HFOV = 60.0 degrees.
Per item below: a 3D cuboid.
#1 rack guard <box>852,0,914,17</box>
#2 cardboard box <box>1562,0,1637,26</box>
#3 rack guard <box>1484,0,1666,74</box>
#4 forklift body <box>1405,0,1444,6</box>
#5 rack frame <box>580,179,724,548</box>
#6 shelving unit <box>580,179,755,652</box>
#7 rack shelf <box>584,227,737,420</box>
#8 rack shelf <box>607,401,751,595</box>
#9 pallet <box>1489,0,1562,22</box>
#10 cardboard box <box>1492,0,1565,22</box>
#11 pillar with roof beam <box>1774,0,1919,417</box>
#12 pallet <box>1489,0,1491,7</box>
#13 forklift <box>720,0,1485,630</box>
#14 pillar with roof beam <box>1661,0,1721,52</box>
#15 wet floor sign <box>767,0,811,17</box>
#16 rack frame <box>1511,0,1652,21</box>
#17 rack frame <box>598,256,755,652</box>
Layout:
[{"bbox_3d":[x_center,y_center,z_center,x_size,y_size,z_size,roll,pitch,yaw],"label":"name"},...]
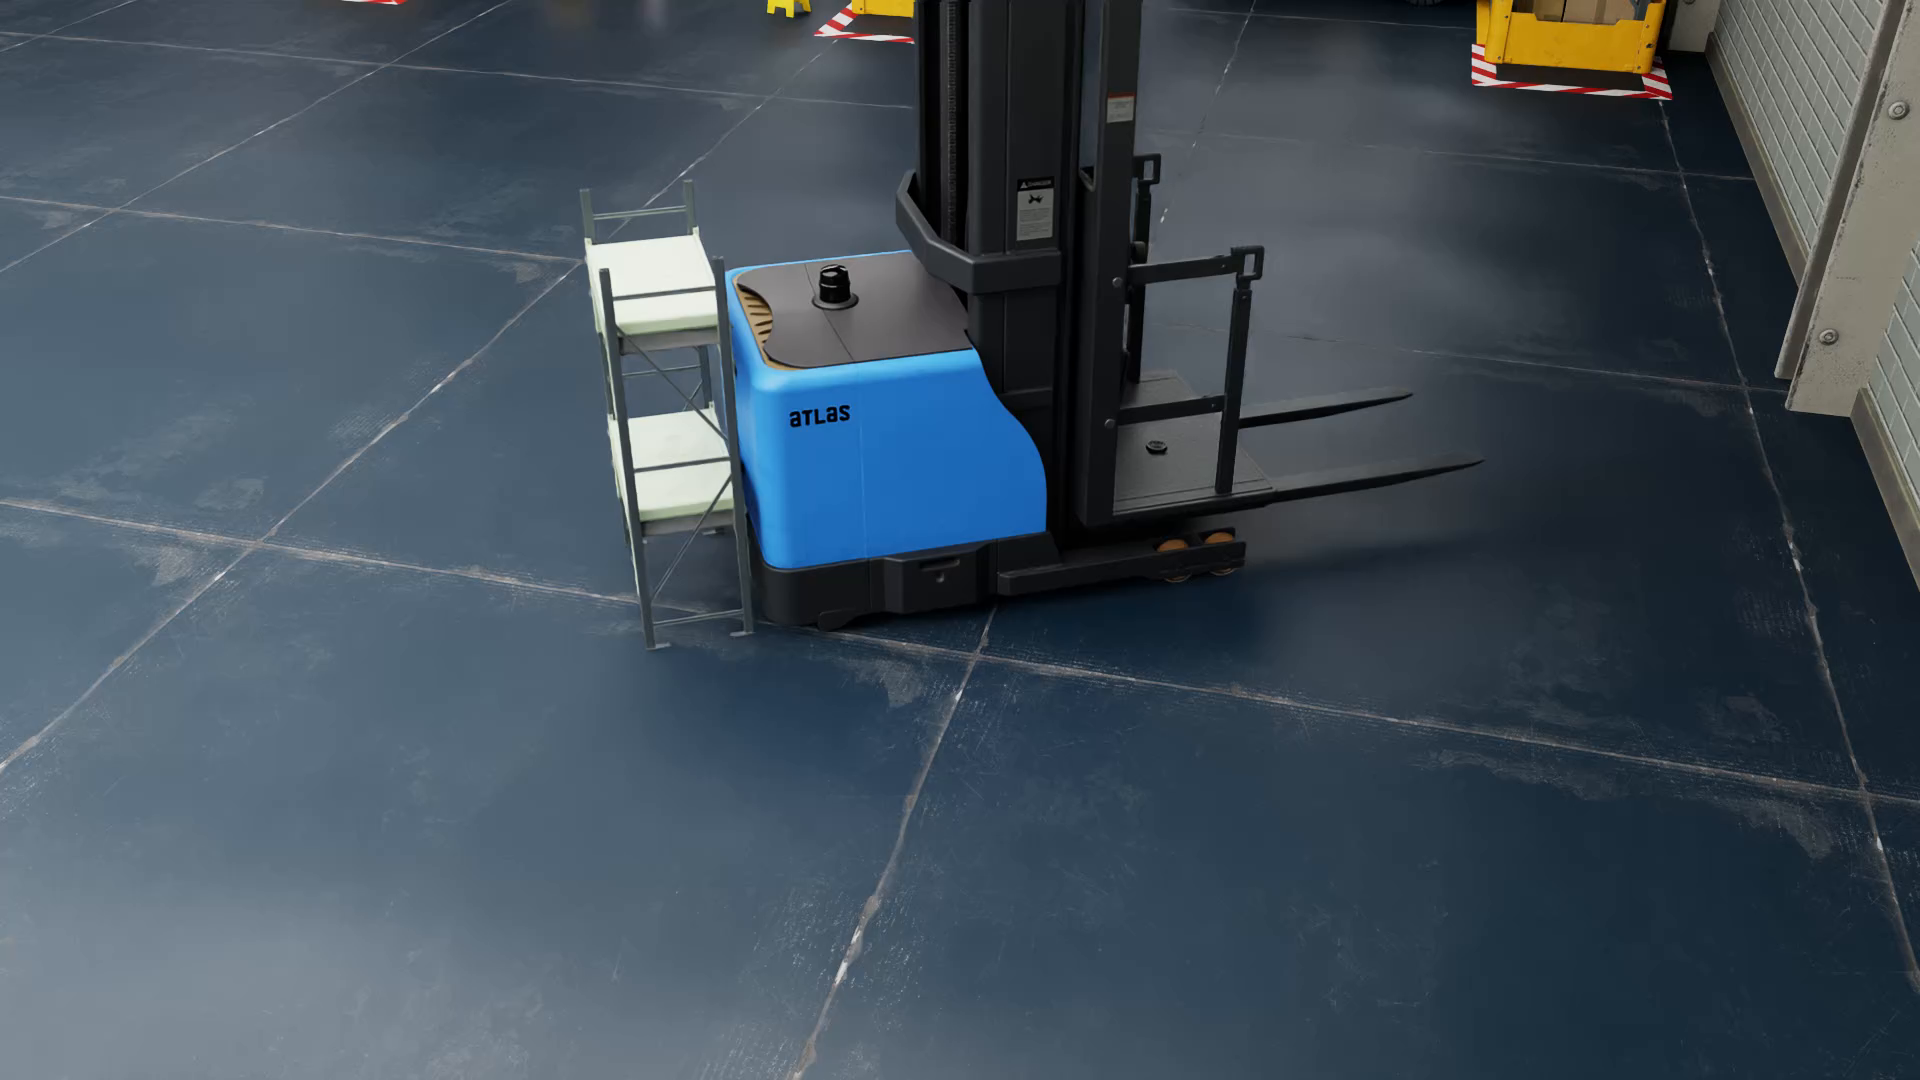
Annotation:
[{"bbox_3d":[-0.283,-4.484,13.337,1.175,0.500,0.348,8,33,12],"label":"rack guard"},{"bbox_3d":[4.814,-4.071,12.529,0.500,0.250,0.500,8,33,13],"label":"cardboard box"},{"bbox_3d":[4.494,-3.758,12.196,1.175,0.500,0.348,8,33,12],"label":"rack guard"},{"bbox_3d":[3.217,-5.700,13.711,2.313,2.155,1.214,8,33,12],"label":"forklift body"},{"bbox_3d":[-1.158,-0.636,6.353,0.400,1.500,0.023,-8,33,-13],"label":"rack frame"},{"bbox_3d":[-1.060,-0.447,6.055,0.431,1.500,0.755,-8,33,-13],"label":"shelving unit"},{"bbox_3d":[-1.060,-0.776,5.846,0.431,0.370,0.720,-8,33,-13],"label":"rack shelf"},{"bbox_3d":[-1.060,-0.172,6.230,0.431,0.370,0.720,-8,33,-13],"label":"rack shelf"},{"bbox_3d":[4.654,-4.051,12.926,1.003,0.211,1.213,8,33,12],"label":"pallet"},{"bbox_3d":[4.314,-4.129,12.621,0.500,0.250,0.500,8,33,13],"label":"cardboard box"},{"bbox_3d":[-0.138,-5.068,6.335,9.100,9.000,0.400,8,33,12],"label":"pillar with roof beam"},{"bbox_3d":[4.966,-4.683,13.919,1.003,0.211,1.213,8,33,12],"label":"pallet"},{"bbox_3d":[0.621,-1.335,6.118,3.031,2.935,1.130,-8,33,-13],"label":"forklift"},{"bbox_3d":[1.385,-8.182,11.233,9.100,9.000,0.400,8,33,12],"label":"pillar with roof beam"},{"bbox_3d":[-1.385,-4.553,13.310,0.267,0.644,0.232,20,38,29],"label":"wet floor sign"},{"bbox_3d":[4.500,-4.826,11.545,1.000,3.000,0.127,8,33,12],"label":"rack frame"},{"bbox_3d":[-0.961,-0.258,5.757,0.400,1.500,0.023,-8,33,-13],"label":"rack frame"}]
